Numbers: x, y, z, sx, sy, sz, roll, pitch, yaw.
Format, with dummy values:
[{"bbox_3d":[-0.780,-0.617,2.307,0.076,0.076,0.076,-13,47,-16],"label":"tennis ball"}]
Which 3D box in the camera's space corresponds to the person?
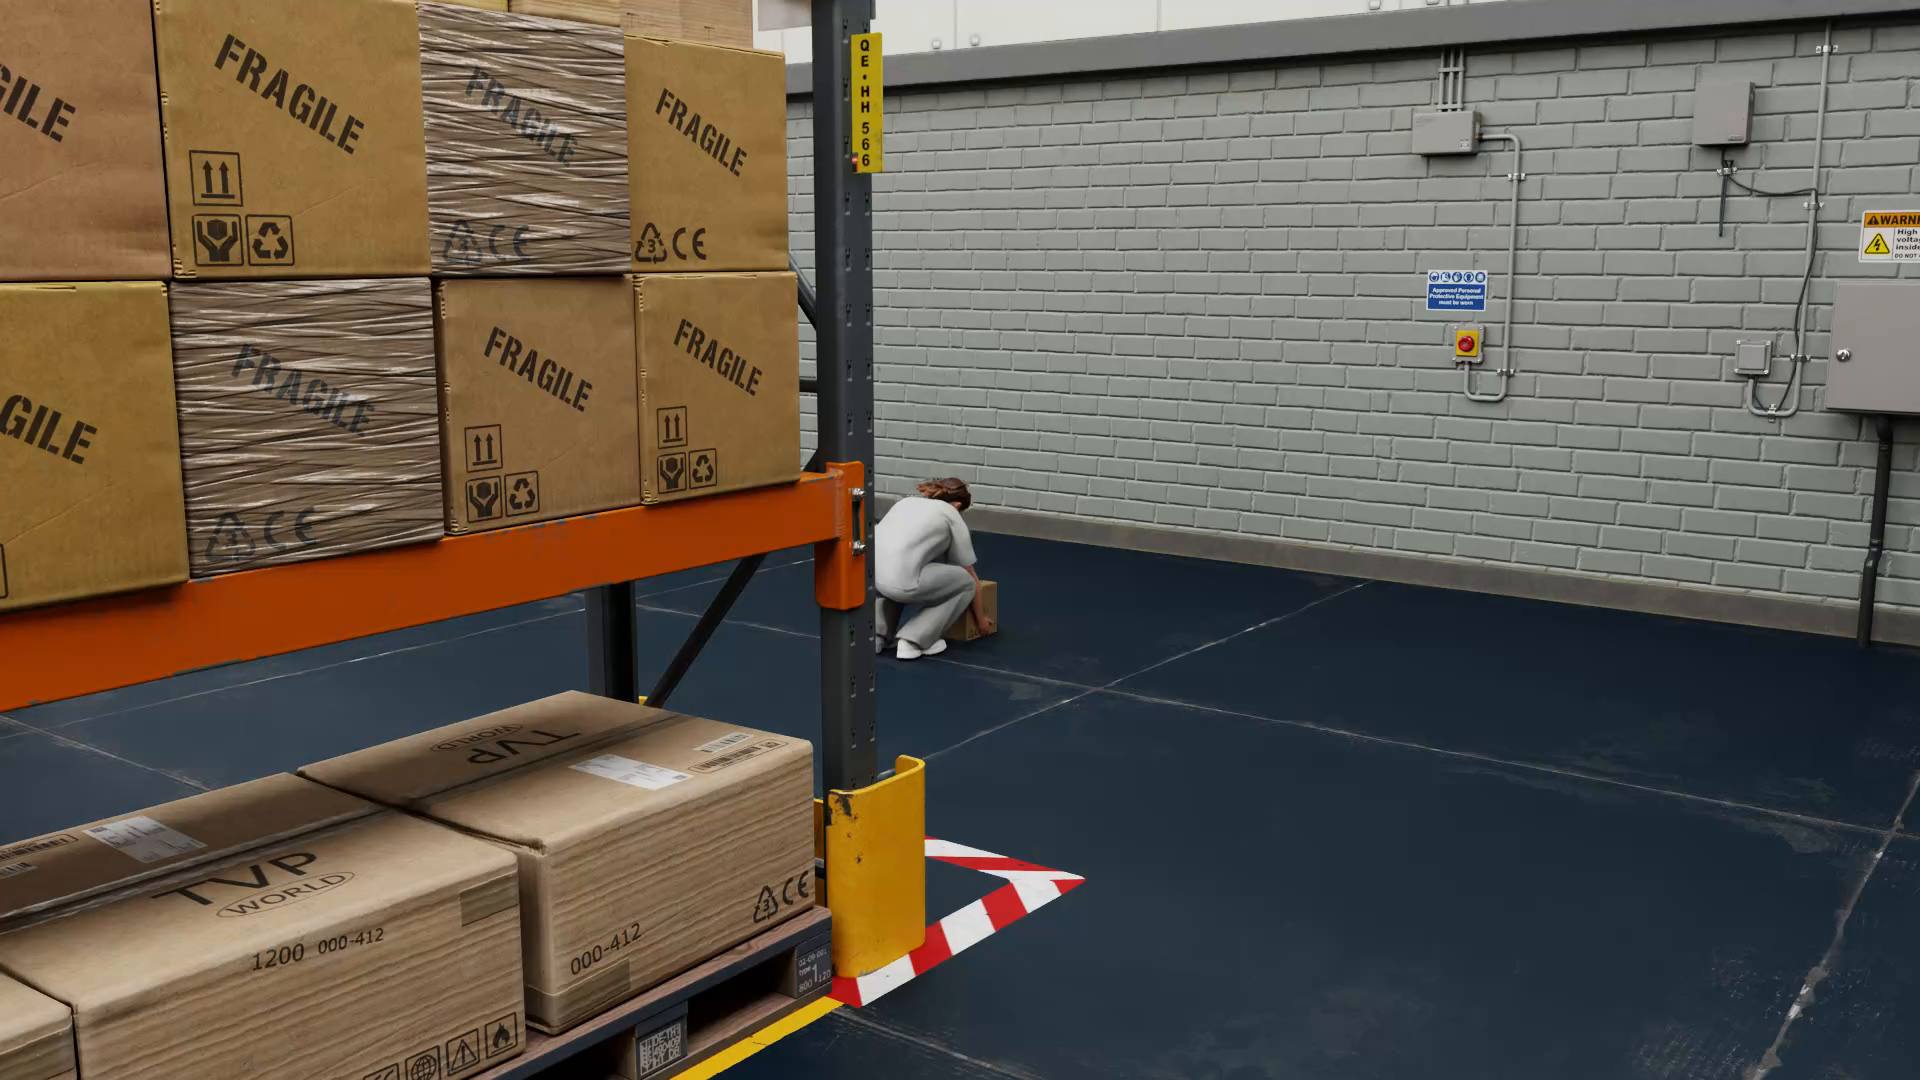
[{"bbox_3d":[-0.187,0.137,7.840,0.478,0.809,0.813,7,12,36],"label":"person"}]
